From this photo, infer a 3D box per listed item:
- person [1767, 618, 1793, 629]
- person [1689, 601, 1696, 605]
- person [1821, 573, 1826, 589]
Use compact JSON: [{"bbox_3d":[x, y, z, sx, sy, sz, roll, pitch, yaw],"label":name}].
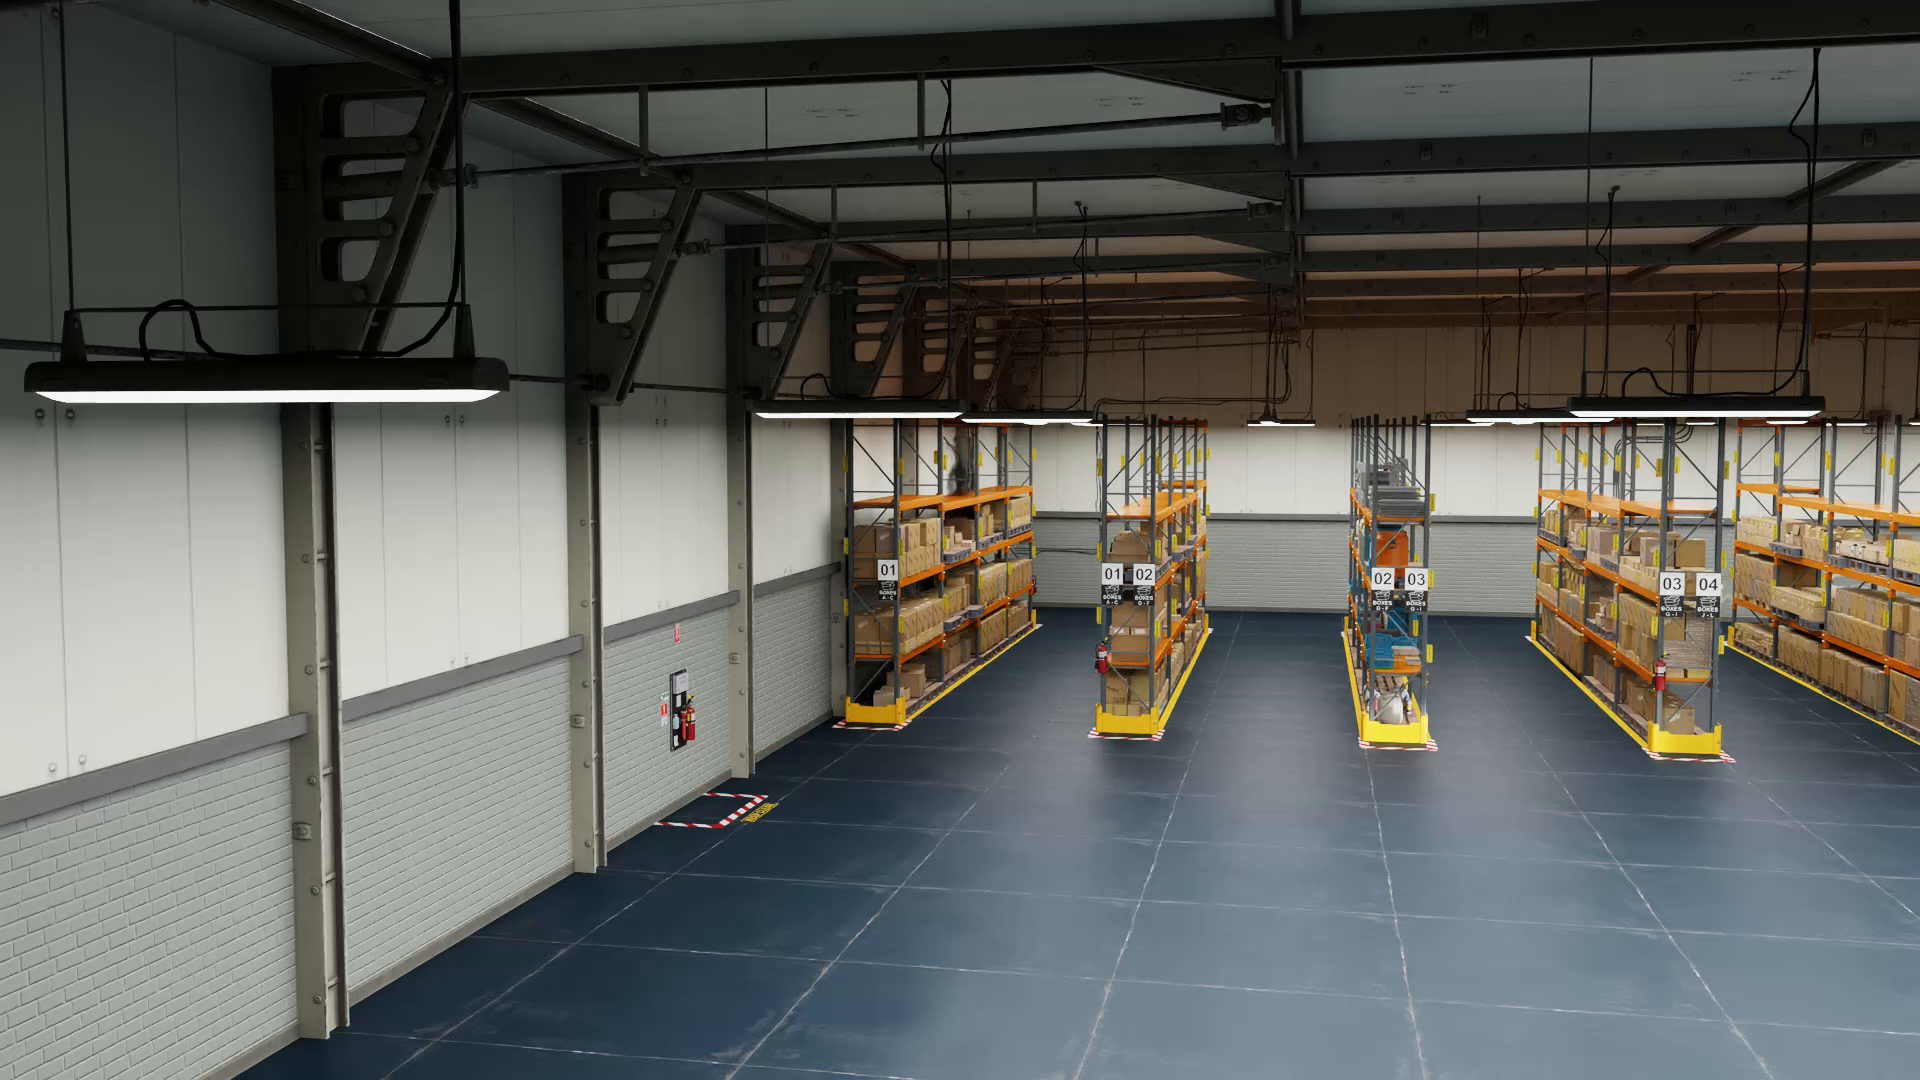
[{"bbox_3d":[22.096,1.933,44.802,0.786,1.676,0.710,-3,5,-35],"label":"person"},{"bbox_3d":[19.488,1.936,44.538,0.640,1.671,0.549,3,5,40],"label":"person"},{"bbox_3d":[23.563,1.795,45.686,0.729,1.810,0.656,-1,4,-15],"label":"person"}]
